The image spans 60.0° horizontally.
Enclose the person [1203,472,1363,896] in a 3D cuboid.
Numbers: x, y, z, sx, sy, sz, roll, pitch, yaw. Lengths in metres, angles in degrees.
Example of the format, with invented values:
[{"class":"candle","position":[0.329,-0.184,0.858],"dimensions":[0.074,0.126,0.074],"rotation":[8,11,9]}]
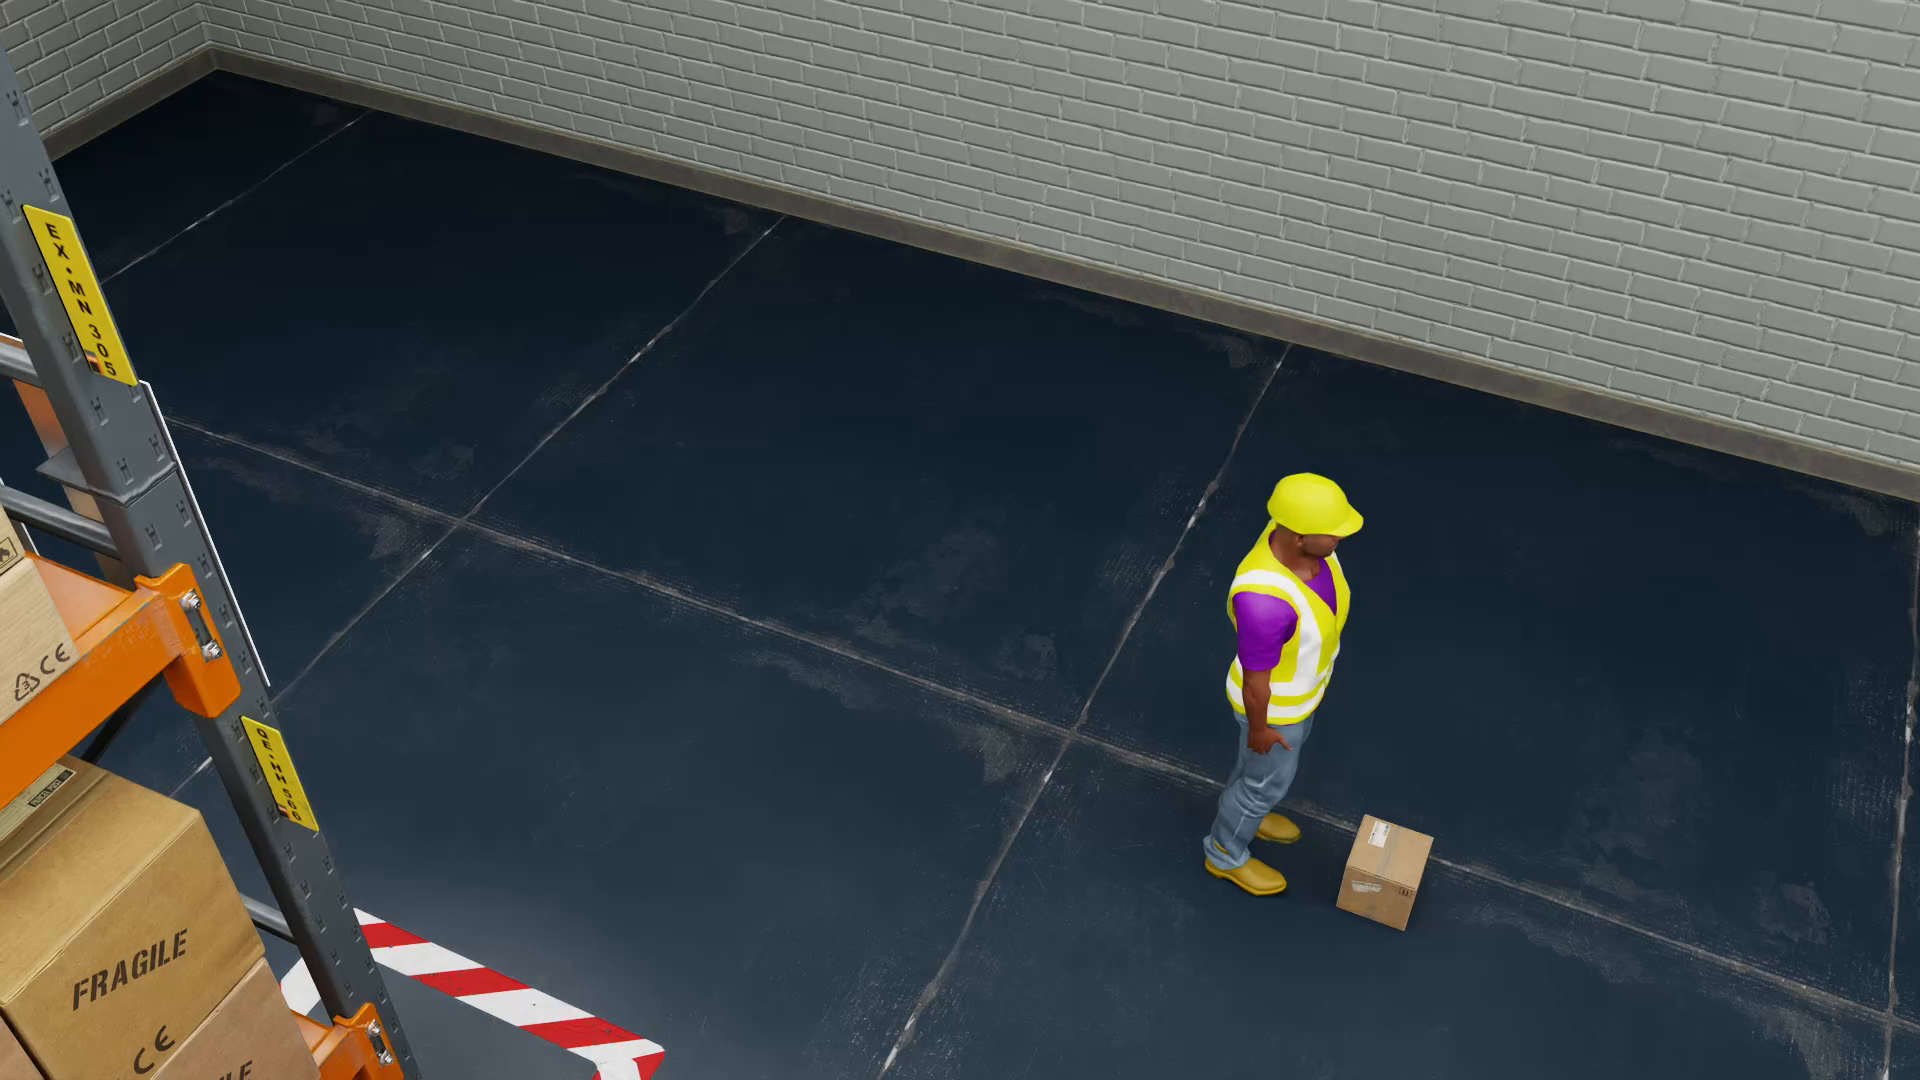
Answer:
[{"class":"person","position":[1.080,0.483,5.613],"dimensions":[0.369,1.773,0.565],"rotation":[18,45,19]}]
